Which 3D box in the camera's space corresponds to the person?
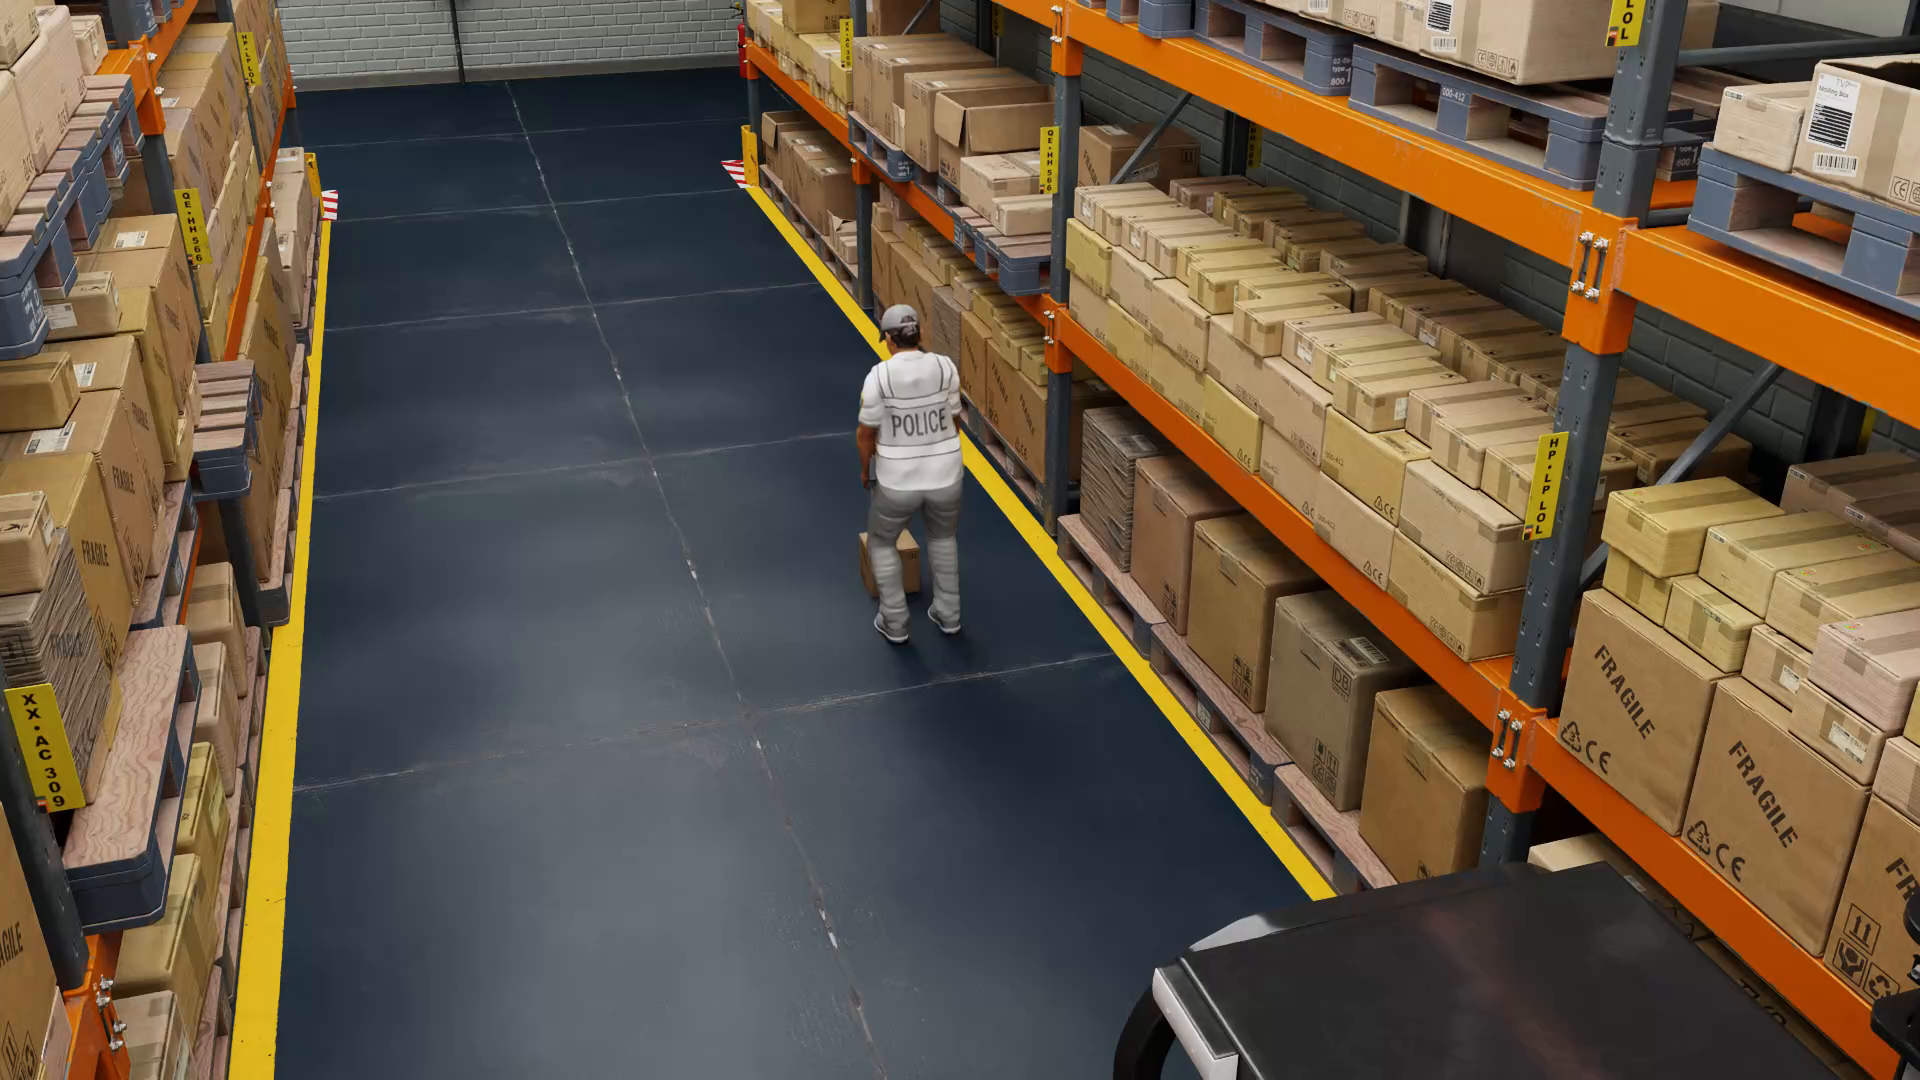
[{"bbox_3d":[-0.236,-0.292,7.764,0.496,1.619,0.478,-8,27,-15],"label":"person"}]
